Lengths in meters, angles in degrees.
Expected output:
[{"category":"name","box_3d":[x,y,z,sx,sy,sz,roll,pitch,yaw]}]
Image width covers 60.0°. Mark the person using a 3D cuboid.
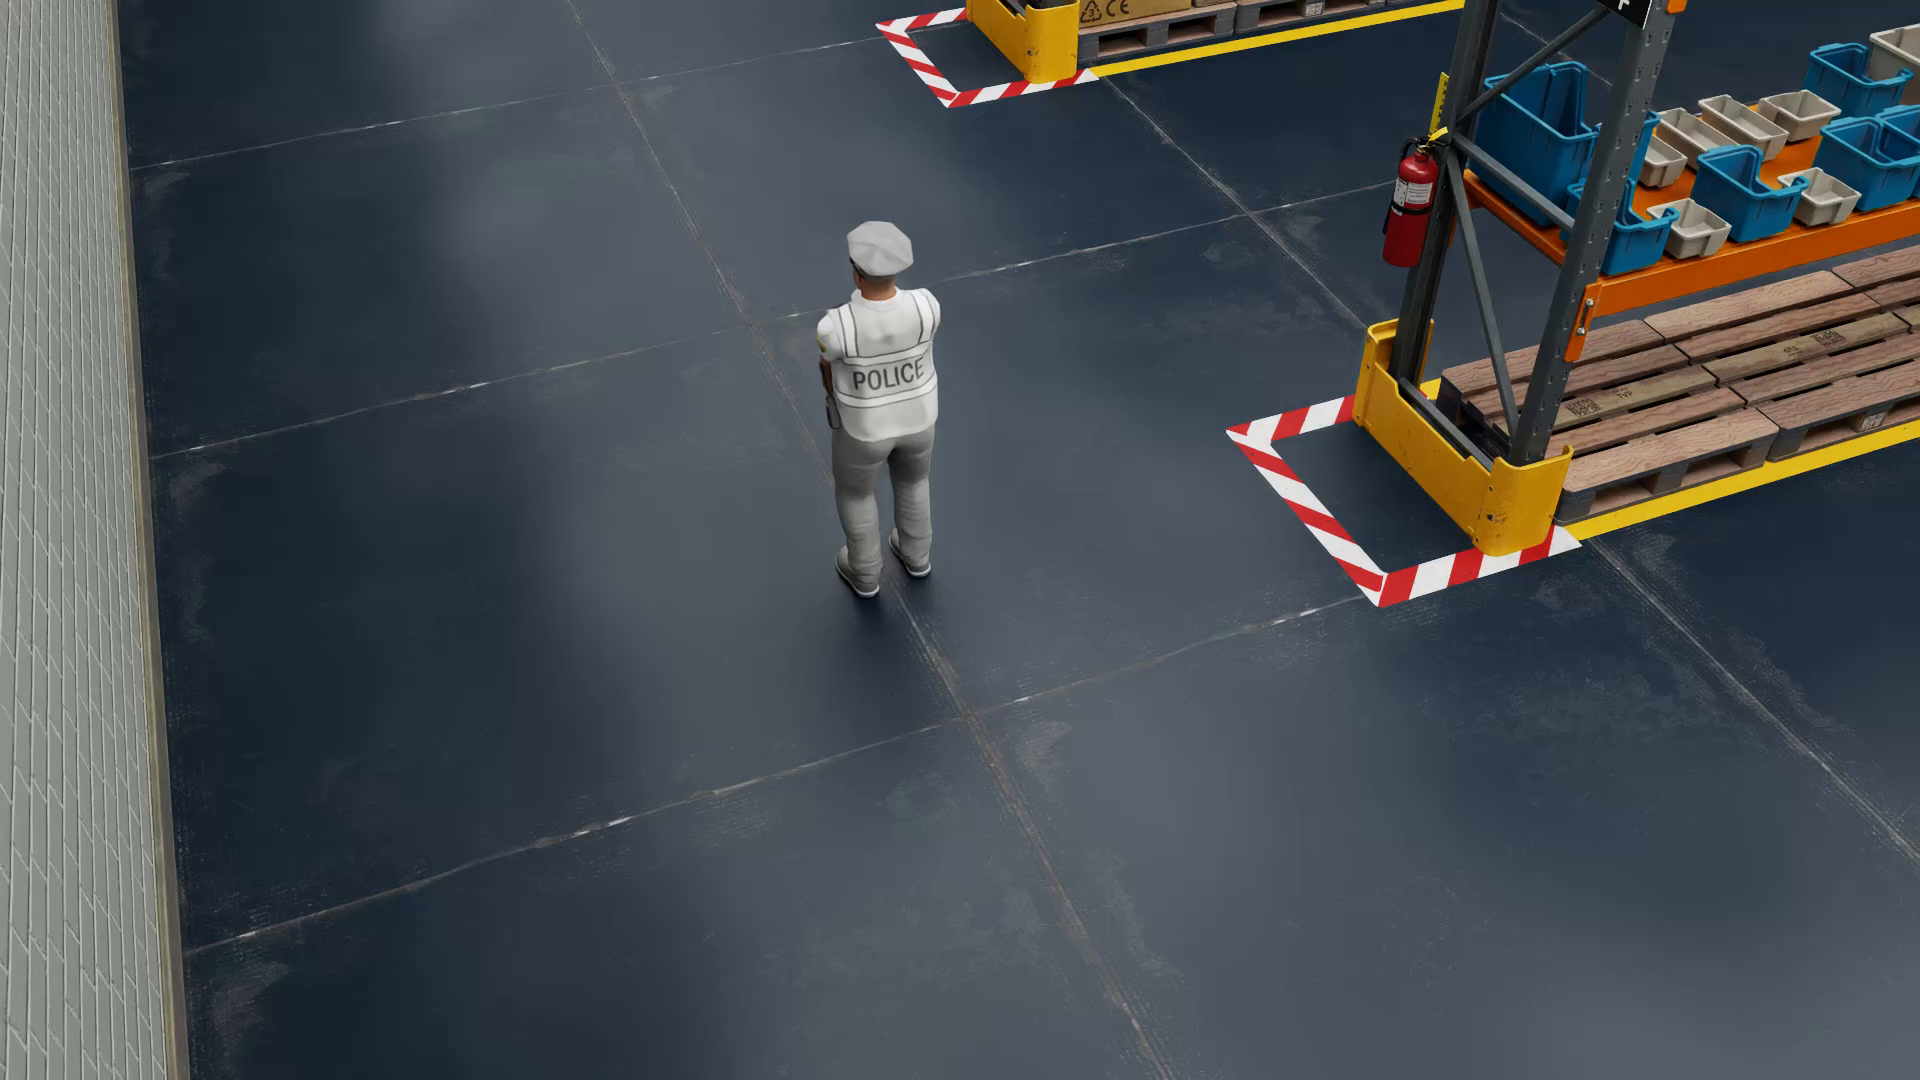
[{"category":"person","box_3d":[-0.350,-0.556,6.772,0.493,1.769,0.564,-15,44,-16]}]
